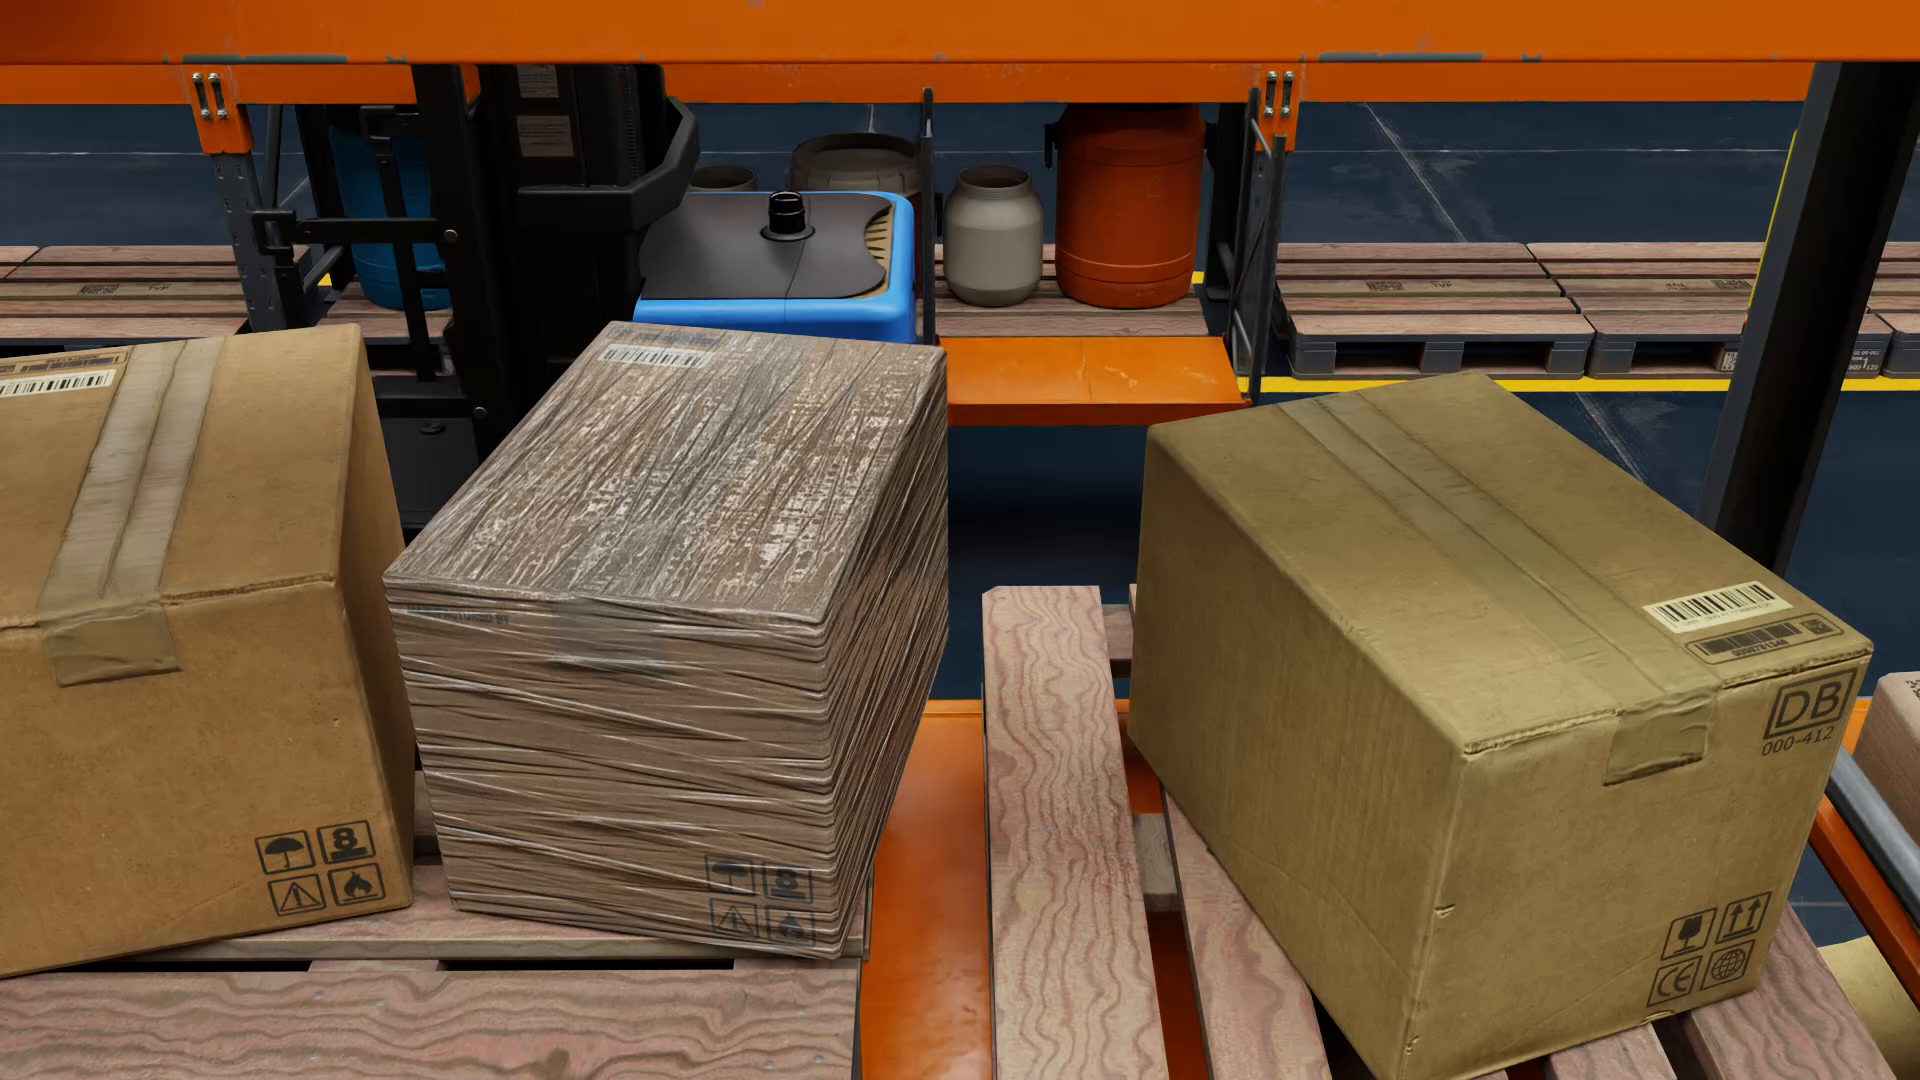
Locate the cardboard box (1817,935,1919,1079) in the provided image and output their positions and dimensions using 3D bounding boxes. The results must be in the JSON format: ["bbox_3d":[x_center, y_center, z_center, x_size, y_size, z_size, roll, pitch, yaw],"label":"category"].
[{"bbox_3d":[1.741,0.980,2.948,0.500,0.311,0.500,1,31,1],"label":"cardboard box"}]

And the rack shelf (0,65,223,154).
[{"bbox_3d":[-4.808,-1.889,6.666,4.000,0.370,1.077,0,31,0],"label":"rack shelf"}]

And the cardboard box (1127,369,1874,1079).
[{"bbox_3d":[0.589,0.192,2.041,0.500,0.500,0.700,-11,33,-17],"label":"cardboard box"}]

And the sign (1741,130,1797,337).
[{"bbox_3d":[1.212,-0.429,2.450,0.005,0.325,0.100,0,31,0],"label":"sign"}]

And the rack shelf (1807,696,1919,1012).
[{"bbox_3d":[3.218,0.655,2.472,4.000,0.370,1.077,0,31,0],"label":"rack shelf"}]

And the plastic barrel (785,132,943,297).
[{"bbox_3d":[-0.426,-1.350,7.004,0.708,0.588,0.600,0,31,0],"label":"plastic barrel"}]

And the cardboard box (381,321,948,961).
[{"bbox_3d":[-0.327,0.096,2.200,0.500,0.500,0.700,6,32,9],"label":"cardboard box"}]

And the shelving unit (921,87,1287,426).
[{"bbox_3d":[0.402,-0.643,5.364,1.083,1.500,0.587,0,31,0],"label":"shelving unit"}]

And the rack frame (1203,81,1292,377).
[{"bbox_3d":[1.192,-2.216,6.510,0.127,3.000,1.000,0,31,0],"label":"rack frame"}]

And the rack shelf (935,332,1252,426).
[{"bbox_3d":[0.411,-0.489,5.457,1.000,0.185,0.538,0,31,0],"label":"rack shelf"}]

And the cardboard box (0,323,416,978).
[{"bbox_3d":[-1.015,0.106,2.182,0.500,0.500,0.700,-8,32,-13],"label":"cardboard box"}]

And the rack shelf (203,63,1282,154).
[{"bbox_3d":[-0.808,-1.902,6.687,4.000,0.370,1.077,0,31,0],"label":"rack shelf"}]

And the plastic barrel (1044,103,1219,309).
[{"bbox_3d":[0.703,-1.457,6.947,0.708,0.830,0.600,0,31,0],"label":"plastic barrel"}]

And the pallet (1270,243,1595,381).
[{"bbox_3d":[1.967,-1.006,7.204,1.213,0.211,1.003,0,31,0],"label":"pallet"}]

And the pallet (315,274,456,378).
[{"bbox_3d":[-2.036,-0.992,7.181,1.213,0.211,1.003,0,31,0],"label":"pallet"}]

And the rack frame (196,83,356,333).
[{"bbox_3d":[-2.808,-2.203,6.490,0.127,3.000,1.000,0,31,0],"label":"rack frame"}]

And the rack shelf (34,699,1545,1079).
[{"bbox_3d":[-0.782,0.667,2.452,4.000,0.370,1.077,0,31,0],"label":"rack shelf"}]

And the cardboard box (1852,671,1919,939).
[{"bbox_3d":[1.582,0.413,2.263,0.500,0.311,0.500,2,31,3],"label":"cardboard box"}]

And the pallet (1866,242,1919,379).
[{"bbox_3d":[4.407,-1.014,7.217,1.213,0.211,1.003,0,31,0],"label":"pallet"}]

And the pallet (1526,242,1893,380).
[{"bbox_3d":[3.184,-1.008,7.208,1.213,0.211,1.003,0,31,0],"label":"pallet"}]

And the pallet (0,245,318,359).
[{"bbox_3d":[-3.543,-0.989,7.176,1.213,0.211,1.003,0,31,0],"label":"pallet"}]

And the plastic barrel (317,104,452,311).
[{"bbox_3d":[-2.264,-1.479,6.913,0.708,0.901,0.600,0,31,0],"label":"plastic barrel"}]

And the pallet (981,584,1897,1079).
[{"bbox_3d":[0.541,0.474,2.262,1.003,0.211,1.213,0,31,0],"label":"pallet"}]

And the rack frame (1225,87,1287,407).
[{"bbox_3d":[0.919,-0.645,5.367,0.032,1.500,0.500,0,31,0],"label":"rack frame"}]

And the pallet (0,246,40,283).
[{"bbox_3d":[-4.766,-0.983,7.167,1.213,0.211,1.003,0,31,0],"label":"pallet"}]

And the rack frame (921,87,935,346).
[{"bbox_3d":[-0.097,-0.641,5.360,0.032,1.500,0.500,0,31,0],"label":"rack frame"}]

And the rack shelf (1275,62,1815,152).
[{"bbox_3d":[3.192,-1.915,6.707,4.000,0.370,1.077,0,31,0],"label":"rack shelf"}]

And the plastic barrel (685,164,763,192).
[{"bbox_3d":[-0.990,-1.270,6.944,0.421,0.512,0.421,0,31,0],"label":"plastic barrel"}]

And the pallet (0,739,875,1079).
[{"bbox_3d":[-0.726,0.444,2.311,1.213,0.211,1.003,0,31,0],"label":"pallet"}]

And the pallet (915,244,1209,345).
[{"bbox_3d":[0.404,-1.000,7.194,1.213,0.211,1.003,0,31,0],"label":"pallet"}]

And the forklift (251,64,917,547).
[{"bbox_3d":[-1.656,-1.266,5.011,3.031,2.935,1.130,0,31,0],"label":"forklift"}]

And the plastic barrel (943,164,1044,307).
[{"bbox_3d":[0.139,-1.273,6.950,0.421,0.512,0.421,0,31,0],"label":"plastic barrel"}]
